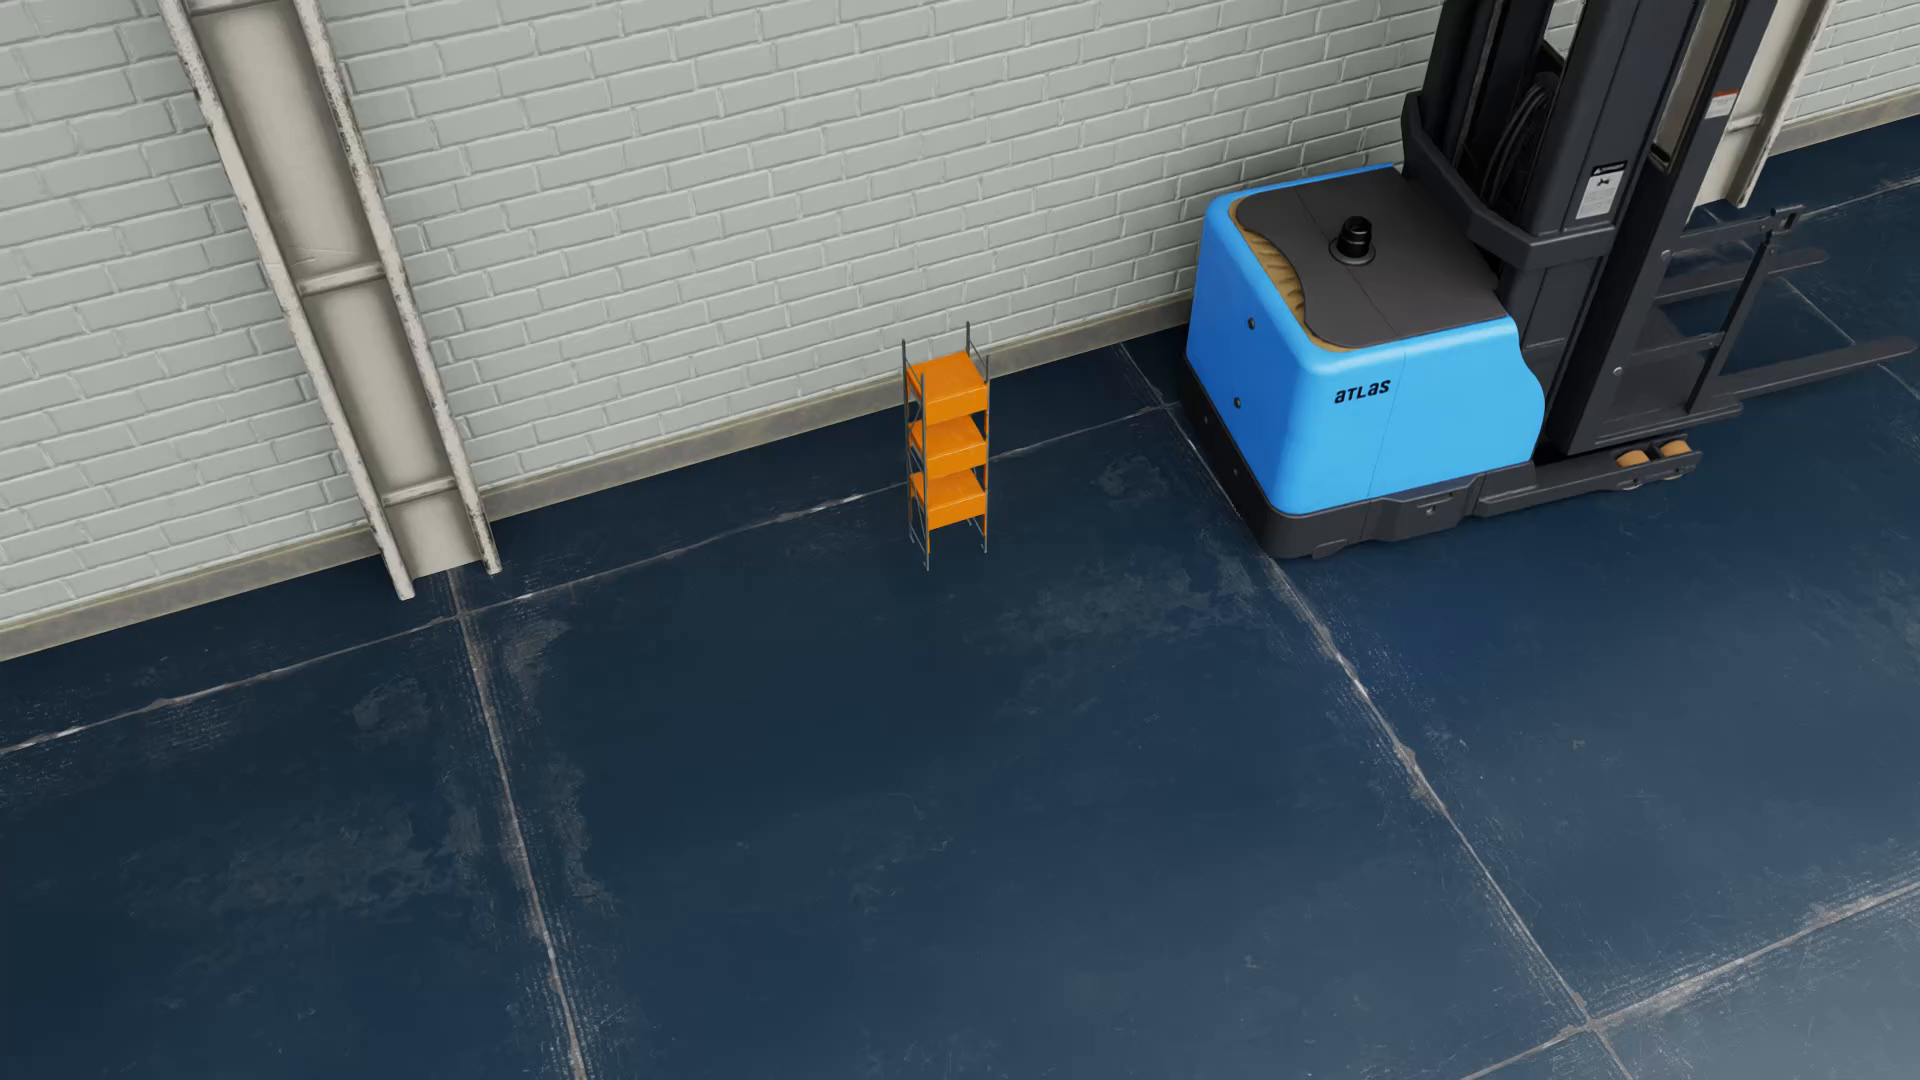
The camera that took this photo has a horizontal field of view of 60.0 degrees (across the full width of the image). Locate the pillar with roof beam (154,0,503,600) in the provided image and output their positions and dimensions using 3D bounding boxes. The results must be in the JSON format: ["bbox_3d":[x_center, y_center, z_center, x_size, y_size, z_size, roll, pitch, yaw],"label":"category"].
[{"bbox_3d":[-0.398,0.160,0.521,0.400,9.000,9.100,-17,52,-14],"label":"pillar with roof beam"}]

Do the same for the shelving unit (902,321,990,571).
[{"bbox_3d":[-0.050,-0.327,6.179,0.252,1.050,0.215,-17,52,-14],"label":"shelving unit"}]

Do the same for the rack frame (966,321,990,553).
[{"bbox_3d":[0.063,-0.362,6.209,0.008,1.050,0.200,-17,52,-14],"label":"rack frame"}]

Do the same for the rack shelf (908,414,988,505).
[{"bbox_3d":[-0.050,-0.320,6.187,0.240,0.259,0.215,-17,52,-14],"label":"rack shelf"}]

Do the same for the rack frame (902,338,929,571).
[{"bbox_3d":[-0.162,-0.292,6.149,0.008,1.050,0.200,-17,52,-14],"label":"rack frame"}]

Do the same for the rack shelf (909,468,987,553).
[{"bbox_3d":[-0.050,-0.139,6.398,0.240,0.259,0.215,-17,52,-14],"label":"rack shelf"}]

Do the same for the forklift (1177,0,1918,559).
[{"bbox_3d":[2.490,-1.531,5.973,3.031,2.935,1.130,-13,51,-11],"label":"forklift"}]

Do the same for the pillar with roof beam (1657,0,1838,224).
[{"bbox_3d":[5.157,-1.561,1.999,0.400,9.000,9.100,-17,52,-14],"label":"pillar with roof beam"}]

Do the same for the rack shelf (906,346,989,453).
[{"bbox_3d":[-0.050,-0.505,5.972,0.240,0.259,0.215,-17,52,-14],"label":"rack shelf"}]
